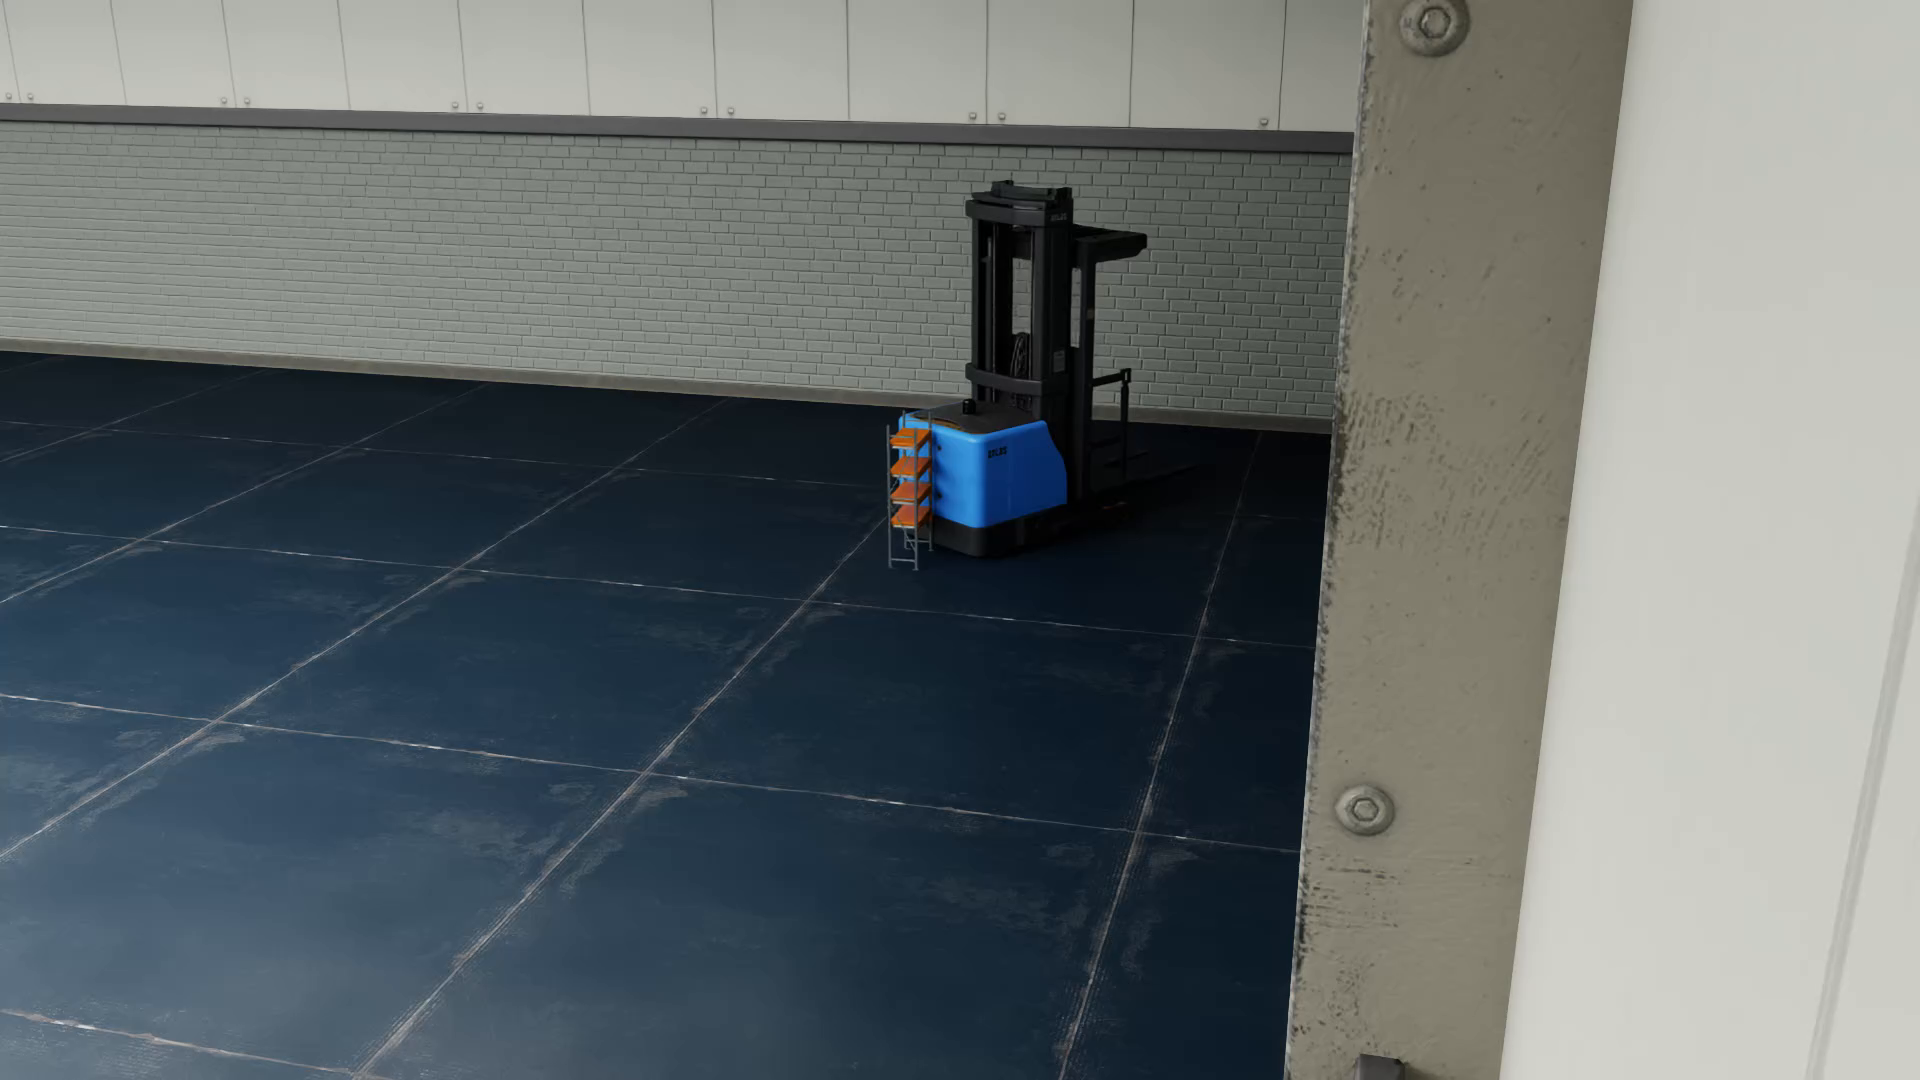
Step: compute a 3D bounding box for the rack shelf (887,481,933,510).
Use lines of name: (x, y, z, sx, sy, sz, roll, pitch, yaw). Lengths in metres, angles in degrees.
rack shelf: (-0.403, -0.340, 13.534, 0.258, 0.148, 0.480, 4, 19, 12)

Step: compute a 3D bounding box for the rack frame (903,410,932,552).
rack frame: (-0.350, -0.480, 13.738, 0.240, 1.200, 0.015, 4, 19, 12)

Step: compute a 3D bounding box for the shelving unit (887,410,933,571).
shelving unit: (-0.403, -0.403, 13.512, 0.258, 1.200, 0.503, 4, 19, 12)

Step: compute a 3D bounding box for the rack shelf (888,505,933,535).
rack shelf: (-0.403, -0.152, 13.598, 0.258, 0.148, 0.480, 4, 19, 12)

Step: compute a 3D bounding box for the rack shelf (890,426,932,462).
rack shelf: (-0.403, -0.775, 13.385, 0.258, 0.148, 0.480, 4, 19, 12)

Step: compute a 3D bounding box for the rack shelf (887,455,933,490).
rack shelf: (-0.403, -0.551, 13.462, 0.258, 0.148, 0.480, 4, 19, 12)

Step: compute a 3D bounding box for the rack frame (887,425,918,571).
rack frame: (-0.457, -0.326, 13.287, 0.240, 1.200, 0.015, 4, 19, 12)

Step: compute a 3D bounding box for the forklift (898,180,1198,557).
forklift: (0.894, -1.628, 14.420, 3.031, 2.935, 1.130, -17, 25, -40)
